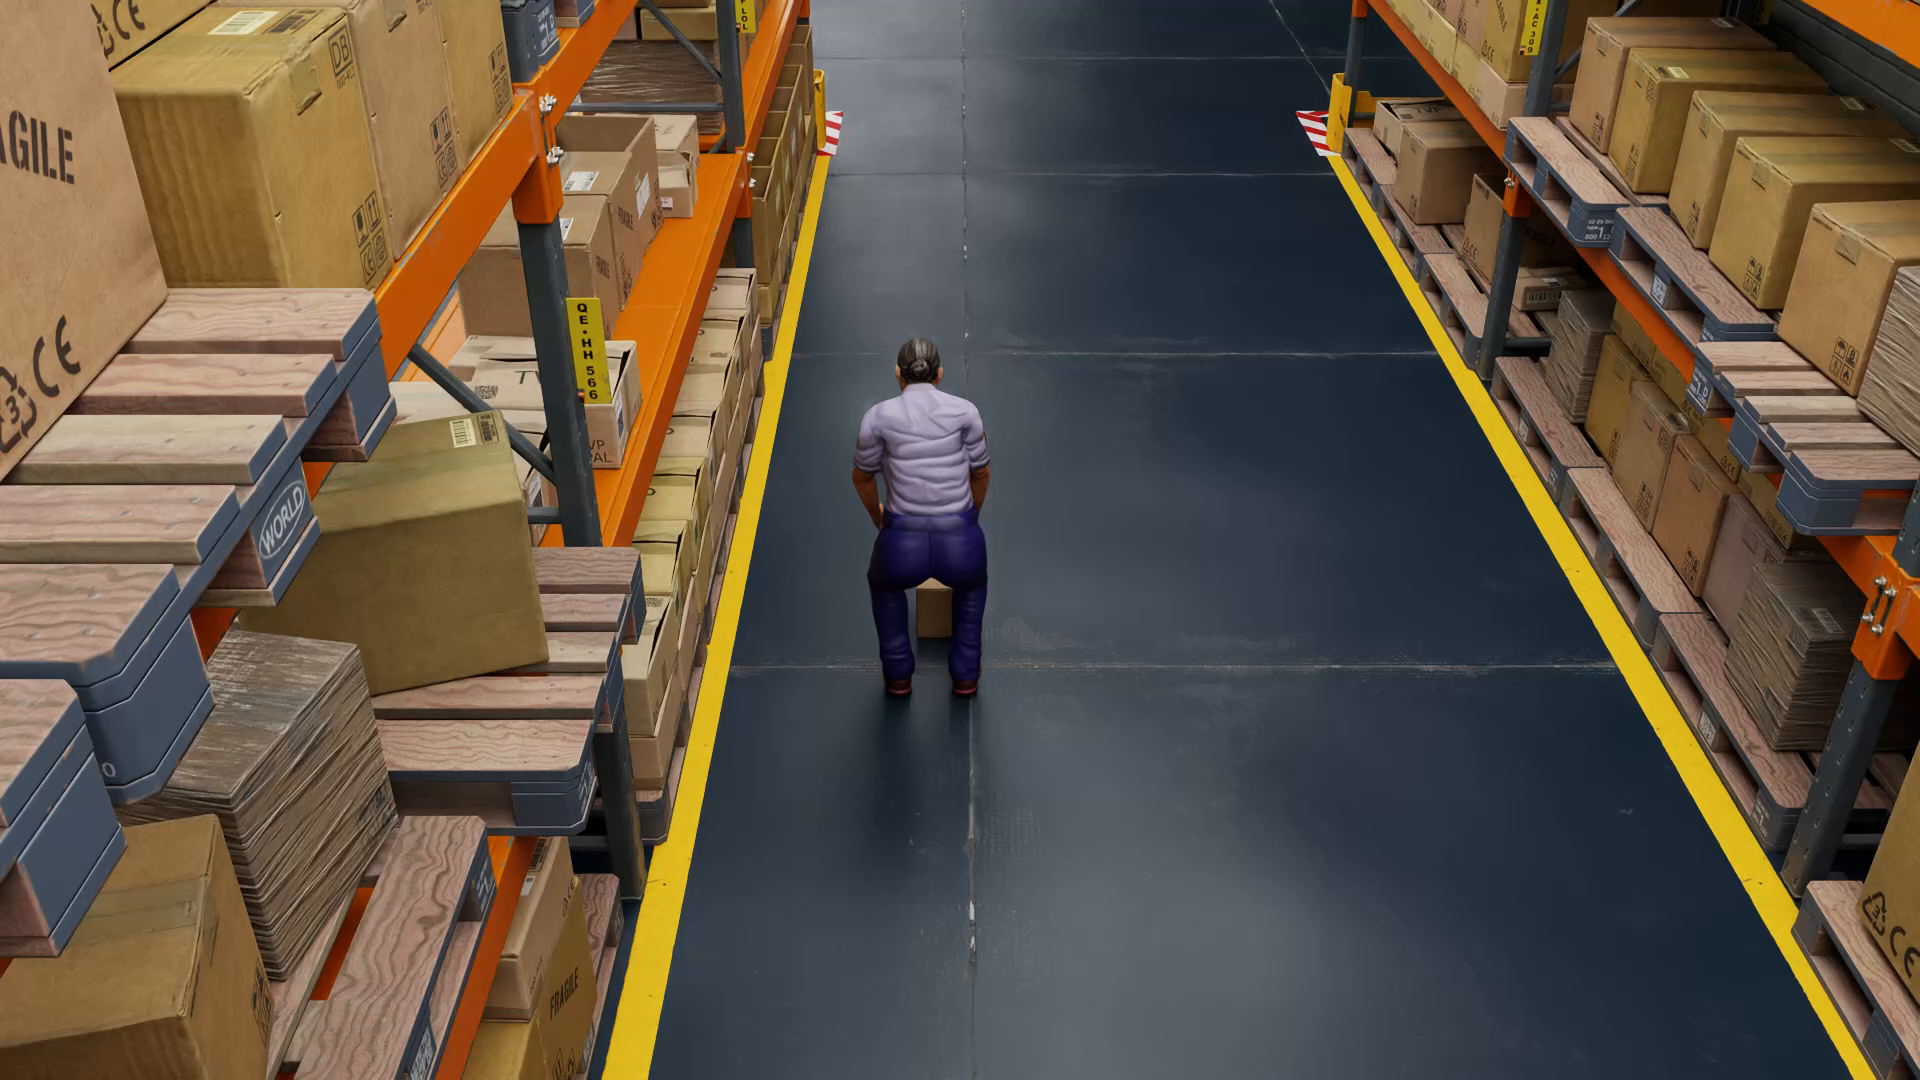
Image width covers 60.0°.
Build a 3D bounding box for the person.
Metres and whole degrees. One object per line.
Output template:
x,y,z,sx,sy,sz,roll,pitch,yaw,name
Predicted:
-0.128,0.215,6.515,0.486,0.909,0.498,0,32,0,person
